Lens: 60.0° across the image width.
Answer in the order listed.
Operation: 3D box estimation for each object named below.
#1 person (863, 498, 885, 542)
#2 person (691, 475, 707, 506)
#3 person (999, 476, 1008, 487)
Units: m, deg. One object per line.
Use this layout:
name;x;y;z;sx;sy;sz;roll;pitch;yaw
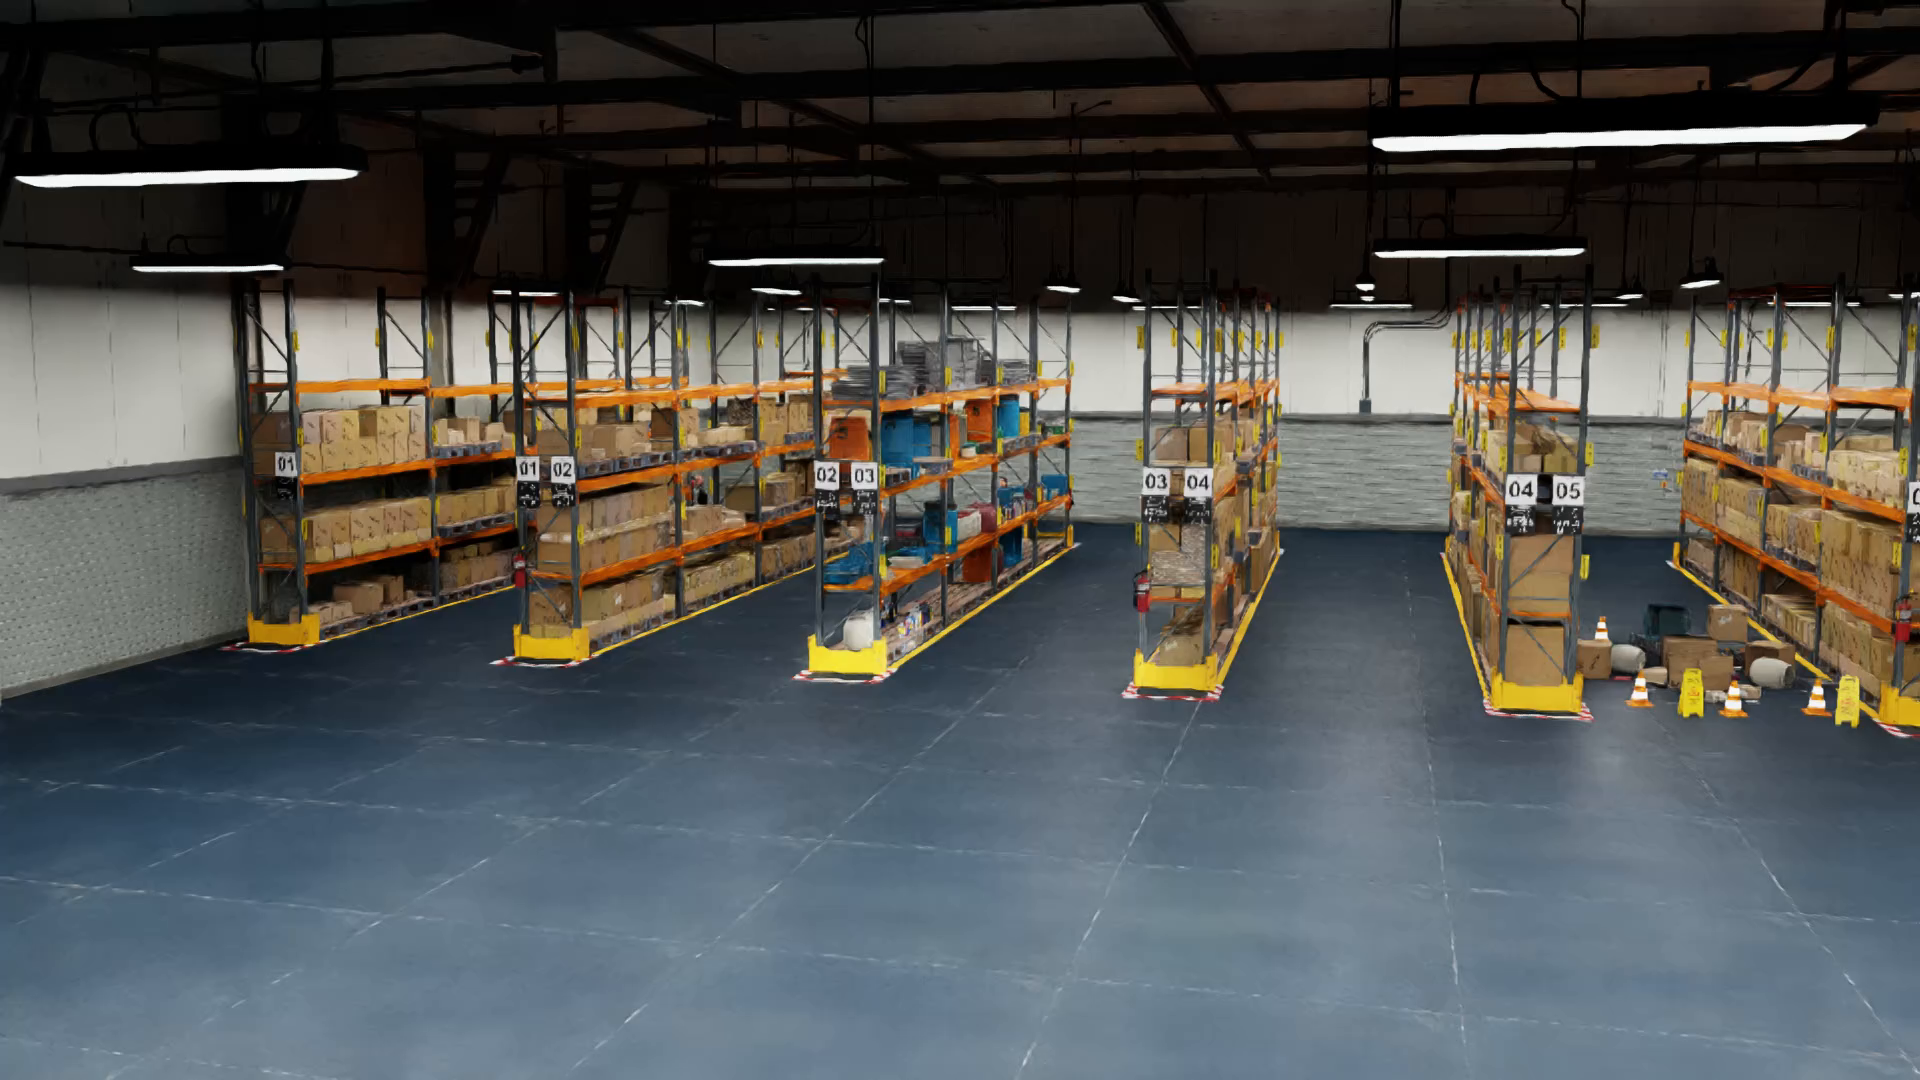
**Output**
person;-1.986;-0.444;38.311;0.554;1.712;1.031;2;7;13
person;-6.349;-0.739;40.607;0.383;1.729;0.653;1;7;8
person;1.079;-0.793;41.587;0.445;1.603;1.019;3;7;24
